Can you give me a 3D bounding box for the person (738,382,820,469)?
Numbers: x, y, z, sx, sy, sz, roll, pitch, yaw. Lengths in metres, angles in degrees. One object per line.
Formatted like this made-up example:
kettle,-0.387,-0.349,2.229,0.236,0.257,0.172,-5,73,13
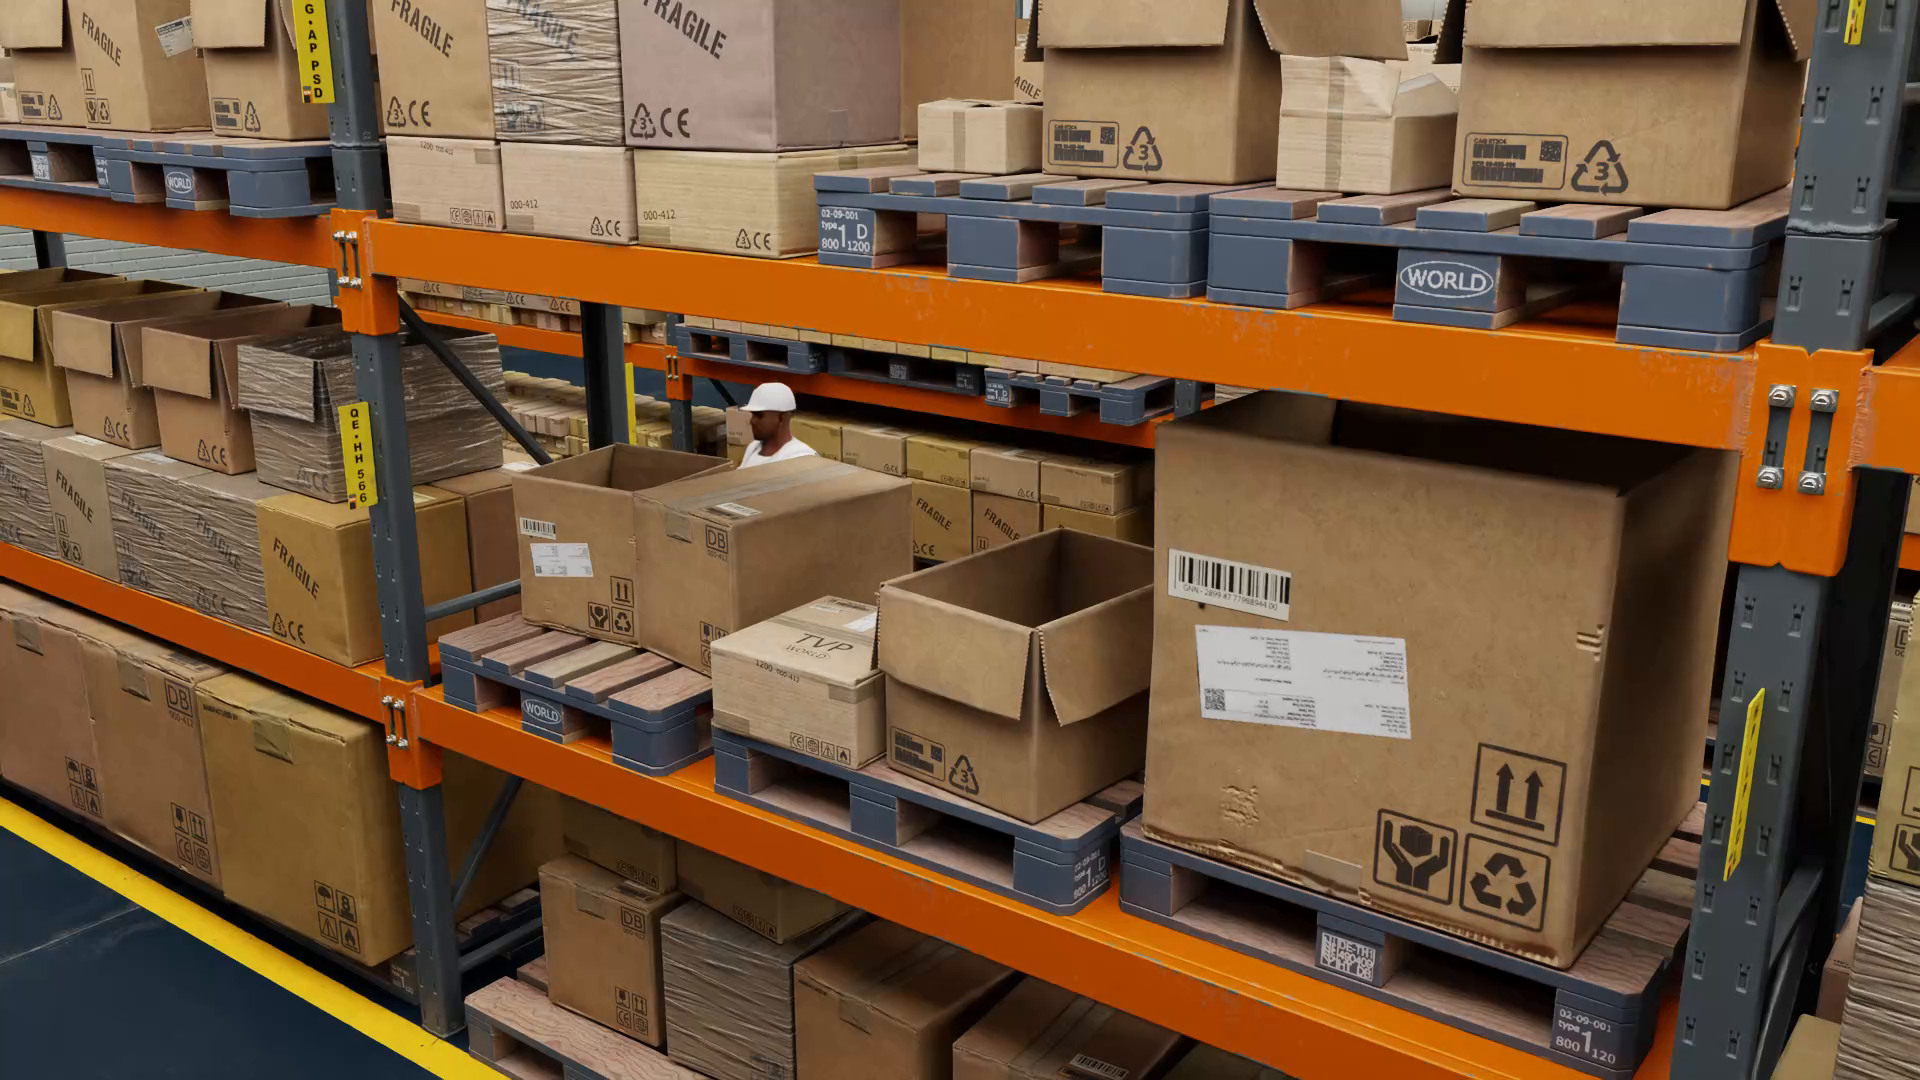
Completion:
person,-1.039,0.105,8.251,0.659,1.736,0.625,-14,21,-39
